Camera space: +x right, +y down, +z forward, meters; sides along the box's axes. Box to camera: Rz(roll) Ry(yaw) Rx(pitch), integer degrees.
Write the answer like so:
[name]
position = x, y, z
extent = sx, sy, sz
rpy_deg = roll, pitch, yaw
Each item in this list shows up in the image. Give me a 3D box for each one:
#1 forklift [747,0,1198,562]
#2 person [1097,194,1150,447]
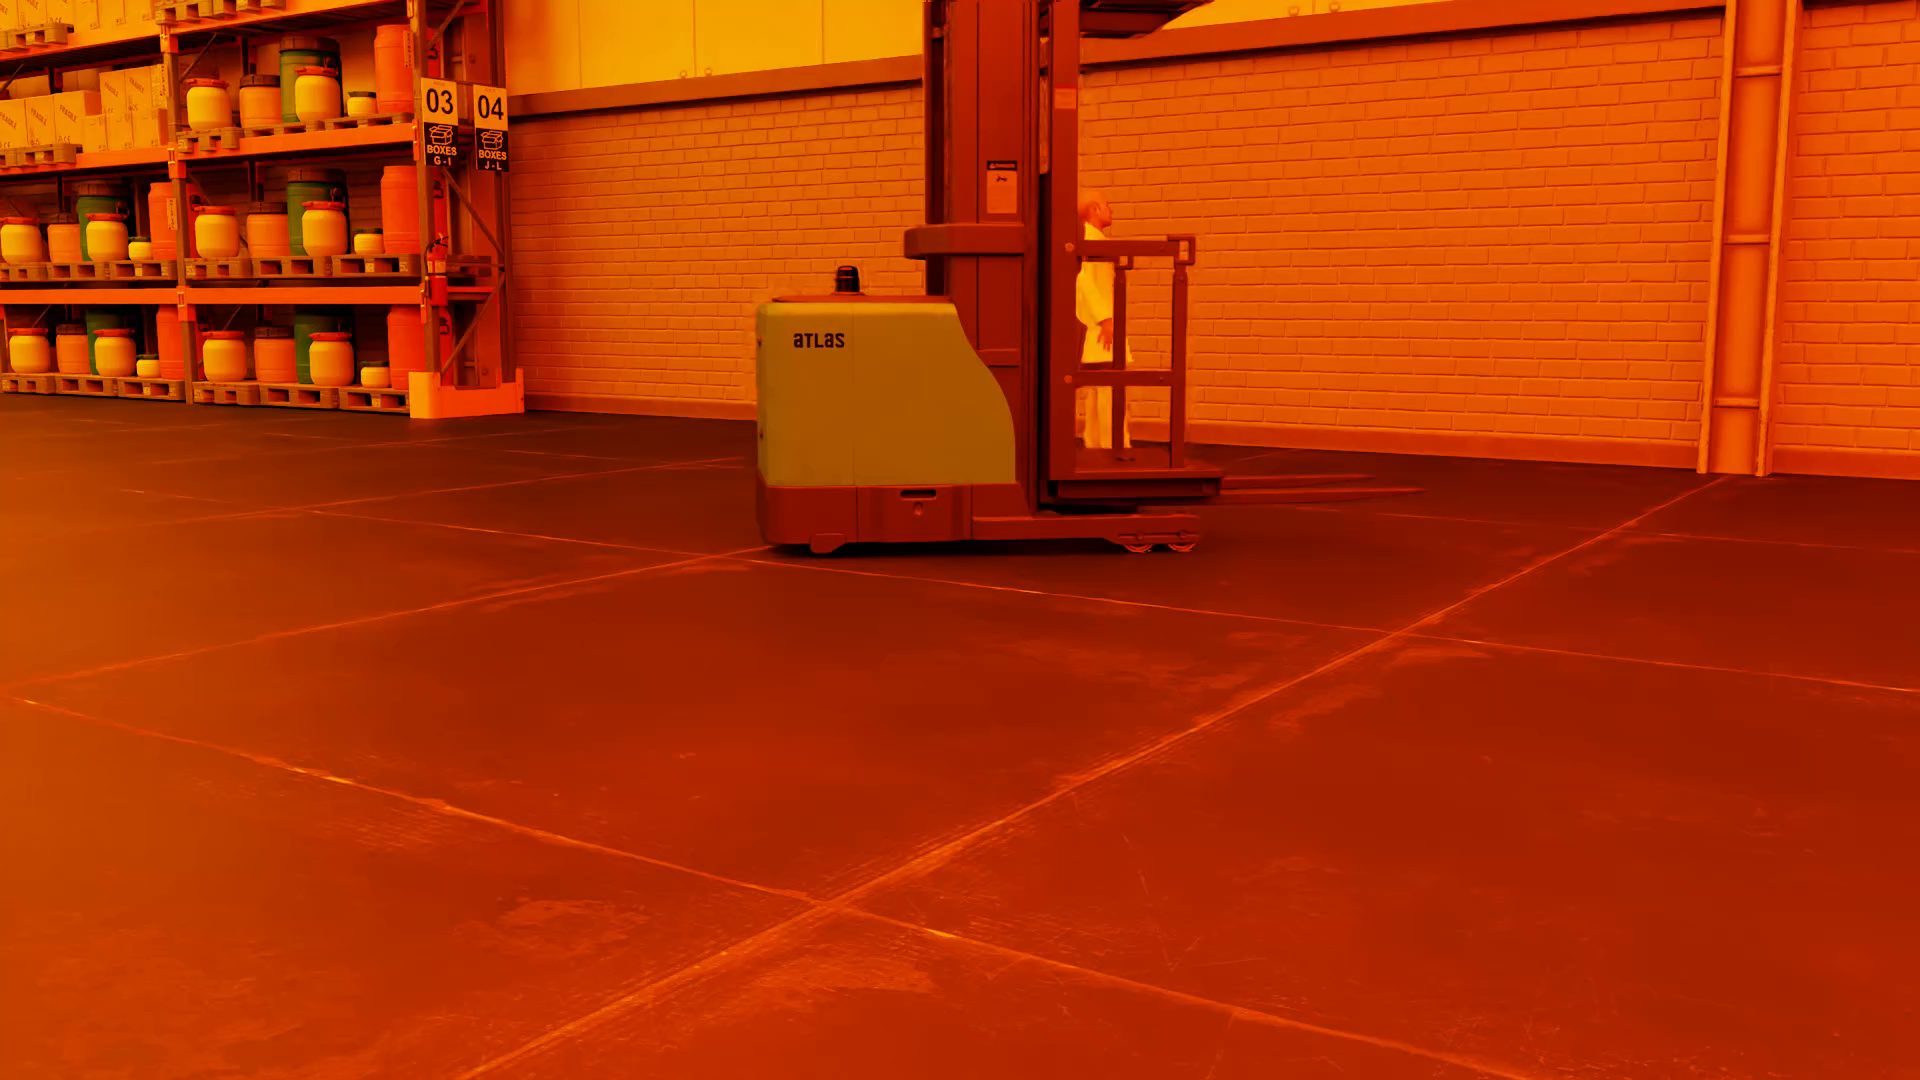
[forklift]
position = 0.268, -1.529, 7.946
extent = 1.130, 2.935, 3.031
rpy_deg = 5, 9, 30
[person]
position = 1.036, -1.311, 10.586
extent = 0.656, 1.771, 0.714
rpy_deg = 8, 11, 44
